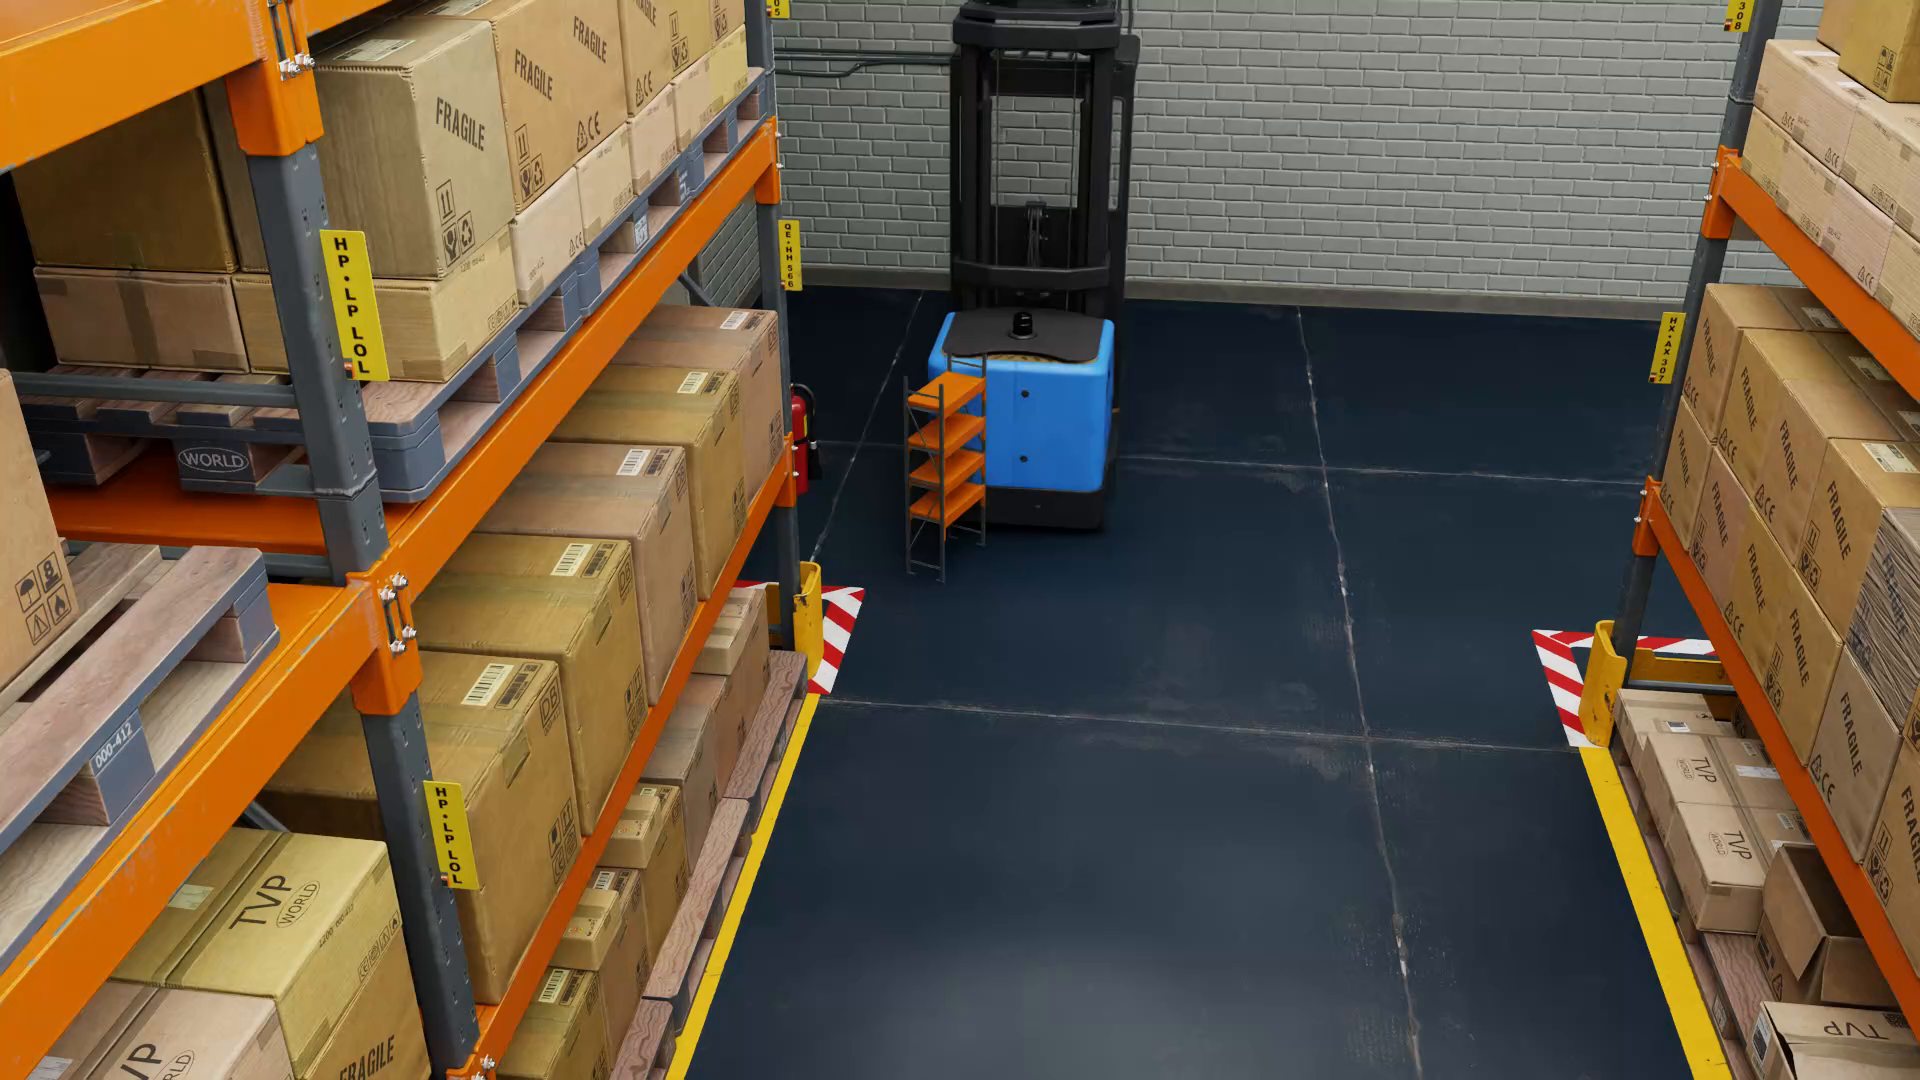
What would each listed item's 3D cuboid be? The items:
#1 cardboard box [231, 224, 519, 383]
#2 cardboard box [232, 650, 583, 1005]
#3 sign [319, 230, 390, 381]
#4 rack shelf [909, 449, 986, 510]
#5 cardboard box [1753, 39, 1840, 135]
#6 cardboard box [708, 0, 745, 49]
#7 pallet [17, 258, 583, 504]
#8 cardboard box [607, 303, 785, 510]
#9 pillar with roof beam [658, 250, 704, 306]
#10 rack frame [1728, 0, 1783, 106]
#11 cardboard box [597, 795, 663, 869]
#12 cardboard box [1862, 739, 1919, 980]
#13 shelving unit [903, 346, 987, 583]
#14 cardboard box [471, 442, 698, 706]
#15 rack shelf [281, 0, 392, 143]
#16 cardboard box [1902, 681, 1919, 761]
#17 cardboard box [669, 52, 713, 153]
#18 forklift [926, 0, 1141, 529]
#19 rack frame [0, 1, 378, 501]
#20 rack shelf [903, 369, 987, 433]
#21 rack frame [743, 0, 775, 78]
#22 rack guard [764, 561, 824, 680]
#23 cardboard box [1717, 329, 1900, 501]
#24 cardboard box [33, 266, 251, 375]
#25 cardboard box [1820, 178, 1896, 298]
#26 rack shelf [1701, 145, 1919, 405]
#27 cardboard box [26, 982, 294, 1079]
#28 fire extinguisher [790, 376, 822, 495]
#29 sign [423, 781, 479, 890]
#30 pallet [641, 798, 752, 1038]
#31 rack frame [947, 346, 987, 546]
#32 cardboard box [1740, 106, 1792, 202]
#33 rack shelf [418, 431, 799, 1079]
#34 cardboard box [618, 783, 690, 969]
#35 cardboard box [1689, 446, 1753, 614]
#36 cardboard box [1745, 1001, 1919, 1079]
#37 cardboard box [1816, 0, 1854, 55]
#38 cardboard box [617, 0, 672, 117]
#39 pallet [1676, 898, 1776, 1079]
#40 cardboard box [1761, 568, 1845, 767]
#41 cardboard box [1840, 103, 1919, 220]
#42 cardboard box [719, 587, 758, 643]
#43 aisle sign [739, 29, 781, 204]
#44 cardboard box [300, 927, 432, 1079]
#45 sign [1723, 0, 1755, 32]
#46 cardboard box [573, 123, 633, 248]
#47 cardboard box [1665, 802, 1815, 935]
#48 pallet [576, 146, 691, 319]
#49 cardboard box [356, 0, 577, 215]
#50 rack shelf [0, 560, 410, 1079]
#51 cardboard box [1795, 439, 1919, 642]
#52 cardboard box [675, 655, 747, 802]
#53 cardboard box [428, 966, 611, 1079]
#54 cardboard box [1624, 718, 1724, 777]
[{"bbox_3d":[-1.449,-0.616,4.178,0.500,0.250,0.500,3,28,6],"label":"cardboard box"},{"bbox_3d":[-1.713,0.791,4.803,0.980,0.700,0.700,4,29,7],"label":"cardboard box"},{"bbox_3d":[-1.256,-0.482,3.443,0.100,0.325,0.005,3,28,6],"label":"sign"},{"bbox_3d":[-0.079,-0.359,9.293,0.258,0.148,0.480,14,31,25],"label":"rack shelf"},{"bbox_3d":[3.290,-1.667,6.150,0.500,0.250,0.500,3,28,6],"label":"cardboard box"},{"bbox_3d":[-1.124,-2.159,6.251,0.500,0.500,0.500,3,28,6],"label":"cardboard box"},{"bbox_3d":[-1.685,-0.489,4.425,1.003,0.211,1.213,3,28,6],"label":"pallet"},{"bbox_3d":[-1.358,-0.597,7.379,0.980,0.700,0.700,5,29,9],"label":"cardboard box"},{"bbox_3d":[2.440,-4.418,8.462,9.100,9.000,0.400,3,28,6],"label":"pillar with roof beam"},{"bbox_3d":[3.612,-3.060,5.943,1.000,3.000,0.127,3,28,6],"label":"rack frame"},{"bbox_3d":[-1.315,1.065,6.119,0.380,0.149,0.250,3,28,5],"label":"cardboard box"},{"bbox_3d":[2.990,0.927,4.762,0.500,0.500,0.500,4,29,8],"label":"cardboard box"},{"bbox_3d":[-0.079,-0.418,9.261,0.258,1.200,0.503,14,31,25],"label":"shelving unit"},{"bbox_3d":[-1.538,0.105,6.077,0.980,0.700,0.700,2,28,4],"label":"cardboard box"},{"bbox_3d":[-1.550,-1.912,4.992,1.077,0.370,4.000,3,28,6],"label":"rack shelf"},{"bbox_3d":[2.987,0.485,4.528,0.500,0.500,0.500,3,28,5],"label":"cardboard box"},{"bbox_3d":[-1.194,-1.584,5.974,0.500,0.250,0.500,2,28,4],"label":"cardboard box"},{"bbox_3d":[0.518,-2.030,10.427,1.130,2.935,3.031,4,29,7],"label":"forklift"},{"bbox_3d":[-1.795,-1.464,2.979,1.000,3.000,0.127,3,28,6],"label":"rack frame"},{"bbox_3d":[-0.079,-0.764,9.075,0.258,0.148,0.480,14,31,25],"label":"rack shelf"},{"bbox_3d":[-1.305,-3.347,6.474,1.000,3.000,0.127,3,28,6],"label":"rack frame"},{"bbox_3d":[-1.302,0.384,8.511,1.175,0.500,0.348,3,28,6],"label":"rack guard"},{"bbox_3d":[3.239,-0.463,6.288,0.500,0.500,0.500,4,29,7],"label":"cardboard box"},{"bbox_3d":[-1.944,-0.642,4.226,0.500,0.250,0.500,4,29,7],"label":"cardboard box"},{"bbox_3d":[3.163,-0.977,5.396,0.500,0.250,0.500,3,28,6],"label":"cardboard box"},{"bbox_3d":[3.367,-0.482,5.077,1.077,0.370,4.000,3,28,6],"label":"rack shelf"},{"bbox_3d":[-1.671,1.138,3.244,0.500,0.250,0.500,4,29,7],"label":"cardboard box"},{"bbox_3d":[-0.829,-0.551,8.086,0.296,0.674,0.183,3,28,6],"label":"fire extinguisher"},{"bbox_3d":[-1.256,0.730,4.096,0.100,0.325,0.005,3,28,6],"label":"sign"},{"bbox_3d":[-1.477,1.476,6.788,1.003,0.211,1.213,3,28,6],"label":"pallet"},{"bbox_3d":[0.037,-0.520,9.450,0.240,1.200,0.015,14,31,25],"label":"rack frame"},{"bbox_3d":[3.296,-1.447,6.268,0.500,0.250,0.500,3,28,6],"label":"cardboard box"},{"bbox_3d":[-1.550,0.553,6.320,1.077,0.370,4.000,3,28,6],"label":"rack shelf"},{"bbox_3d":[-1.472,1.269,6.424,0.700,0.500,0.500,4,29,7],"label":"cardboard box"},{"bbox_3d":[3.238,-0.027,6.531,0.500,0.500,0.500,3,28,6],"label":"cardboard box"},{"bbox_3d":[3.002,1.816,5.588,0.500,0.311,0.500,3,28,6],"label":"cardboard box"},{"bbox_3d":[3.565,-1.981,5.943,0.700,0.500,0.500,3,28,6],"label":"cardboard box"},{"bbox_3d":[-1.252,-1.678,5.358,0.500,0.500,0.500,2,28,4],"label":"cardboard box"},{"bbox_3d":[3.354,1.792,6.201,1.003,0.211,1.213,3,28,6],"label":"pallet"},{"bbox_3d":[3.110,0.445,5.657,0.500,0.500,0.500,4,29,7],"label":"cardboard box"},{"bbox_3d":[3.167,-1.197,5.277,0.500,0.250,0.500,3,28,6],"label":"cardboard box"},{"bbox_3d":[-1.127,0.331,7.482,0.380,0.149,0.250,3,28,6],"label":"cardboard box"},{"bbox_3d":[-0.999,-1.866,7.311,0.394,0.787,0.004,3,28,6],"label":"aisle sign"},{"bbox_3d":[-1.602,1.226,3.872,0.500,0.500,0.500,3,28,5],"label":"cardboard box"},{"bbox_3d":[3.073,-2.156,6.505,0.100,0.325,0.005,3,28,6],"label":"sign"},{"bbox_3d":[-1.317,-1.097,5.071,0.500,0.250,0.500,3,28,5],"label":"cardboard box"},{"bbox_3d":[3.141,1.308,6.595,0.500,0.250,0.500,3,28,6],"label":"cardboard box"},{"bbox_3d":[-1.533,-1.061,5.488,1.003,0.211,1.213,3,28,6],"label":"pallet"},{"bbox_3d":[-1.373,-1.198,4.467,0.500,0.500,0.500,3,28,5],"label":"cardboard box"},{"bbox_3d":[-2.040,1.115,2.114,1.077,0.370,4.000,3,28,6],"label":"rack shelf"},{"bbox_3d":[3.112,0.011,5.407,0.500,0.500,0.500,3,28,6],"label":"cardboard box"},{"bbox_3d":[-1.353,0.781,7.330,0.700,0.500,0.500,3,28,6],"label":"cardboard box"},{"bbox_3d":[-1.602,1.747,5.537,0.700,0.500,0.500,4,29,7],"label":"cardboard box"},{"bbox_3d":[3.189,0.929,7.386,0.380,0.166,0.250,3,28,6],"label":"cardboard box"}]
